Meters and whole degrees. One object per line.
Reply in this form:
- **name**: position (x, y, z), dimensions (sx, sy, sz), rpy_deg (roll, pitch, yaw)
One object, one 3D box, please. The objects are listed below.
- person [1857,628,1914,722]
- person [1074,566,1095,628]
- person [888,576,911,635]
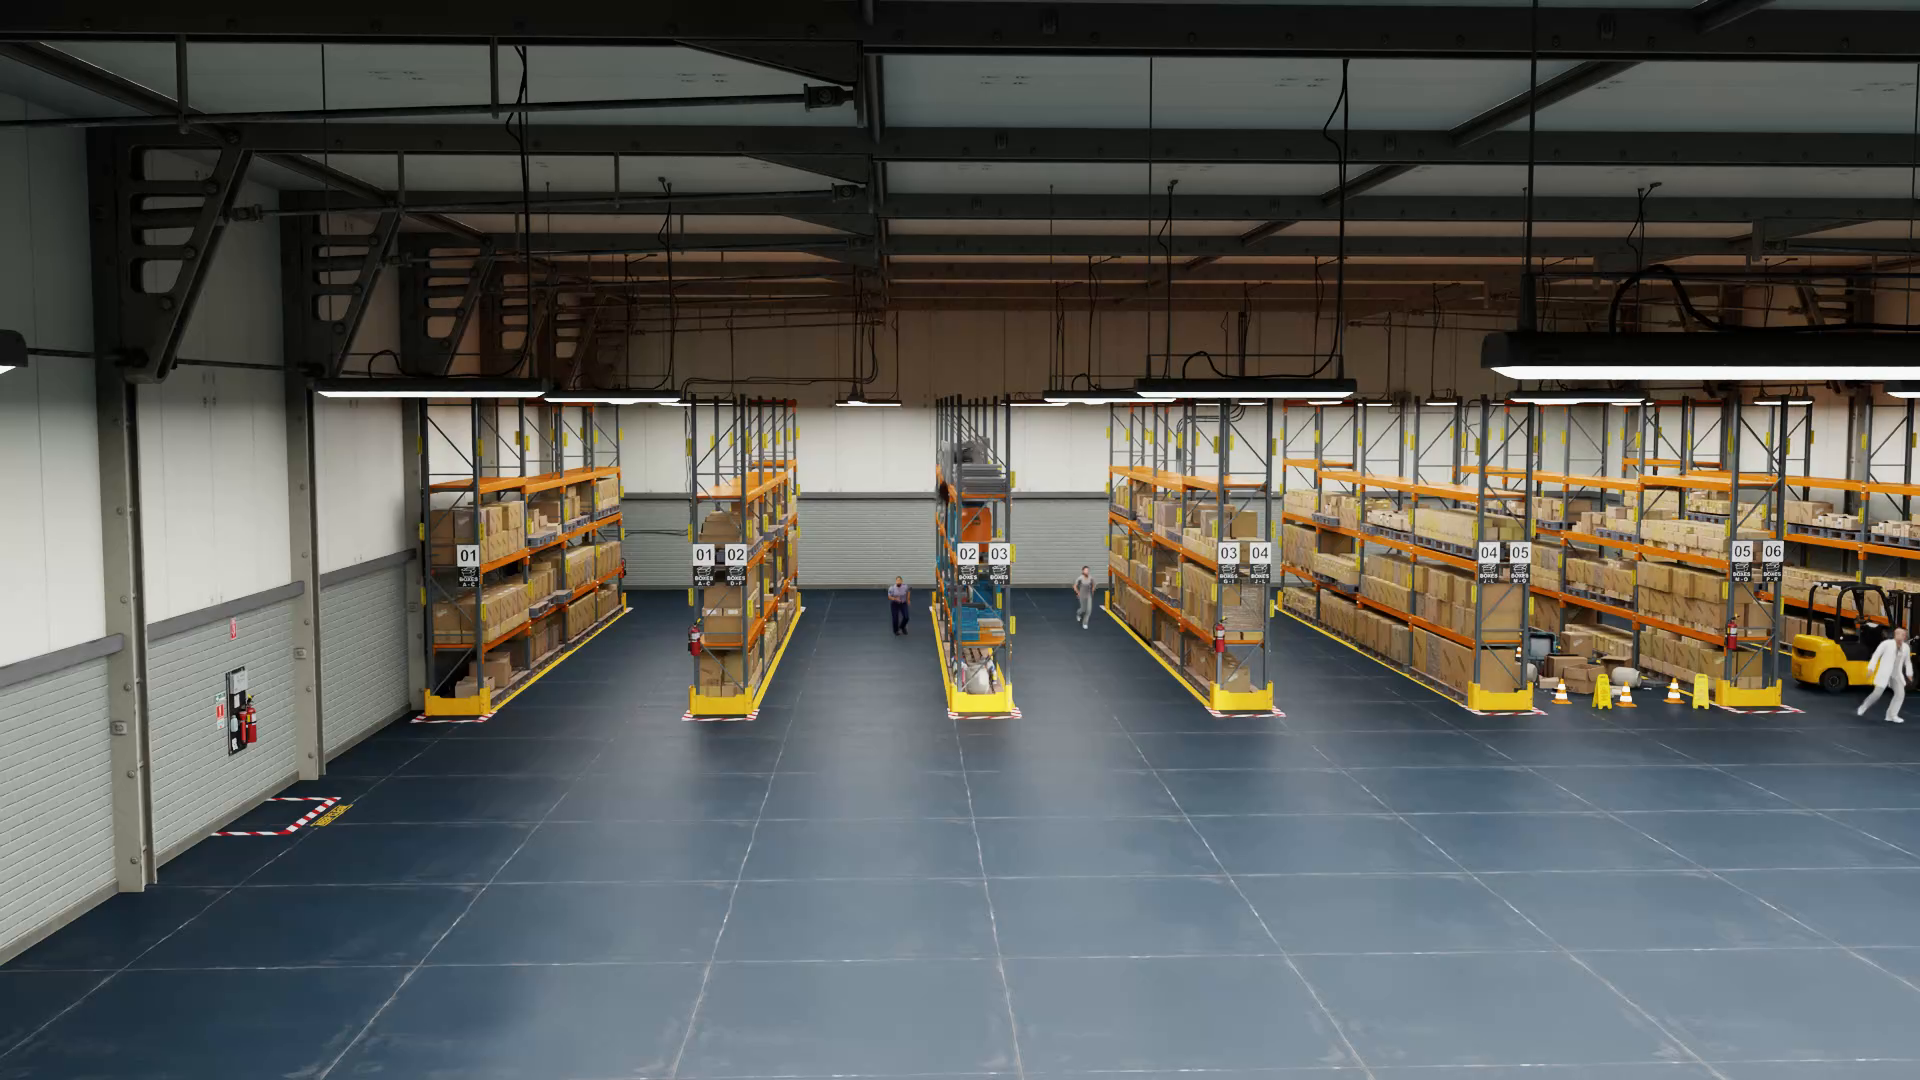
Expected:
- **person**: position (17.026, 2.452, 30.584), dimensions (0.792, 1.720, 0.830), rpy_deg (-1, 5, -6)
- **person**: position (3.276, 1.490, 43.706), dimensions (0.577, 1.625, 0.616), rpy_deg (-1, 5, -15)
- **person**: position (-1.522, 1.662, 41.851), dimensions (0.606, 1.541, 0.822), rpy_deg (-1, 5, -10)
